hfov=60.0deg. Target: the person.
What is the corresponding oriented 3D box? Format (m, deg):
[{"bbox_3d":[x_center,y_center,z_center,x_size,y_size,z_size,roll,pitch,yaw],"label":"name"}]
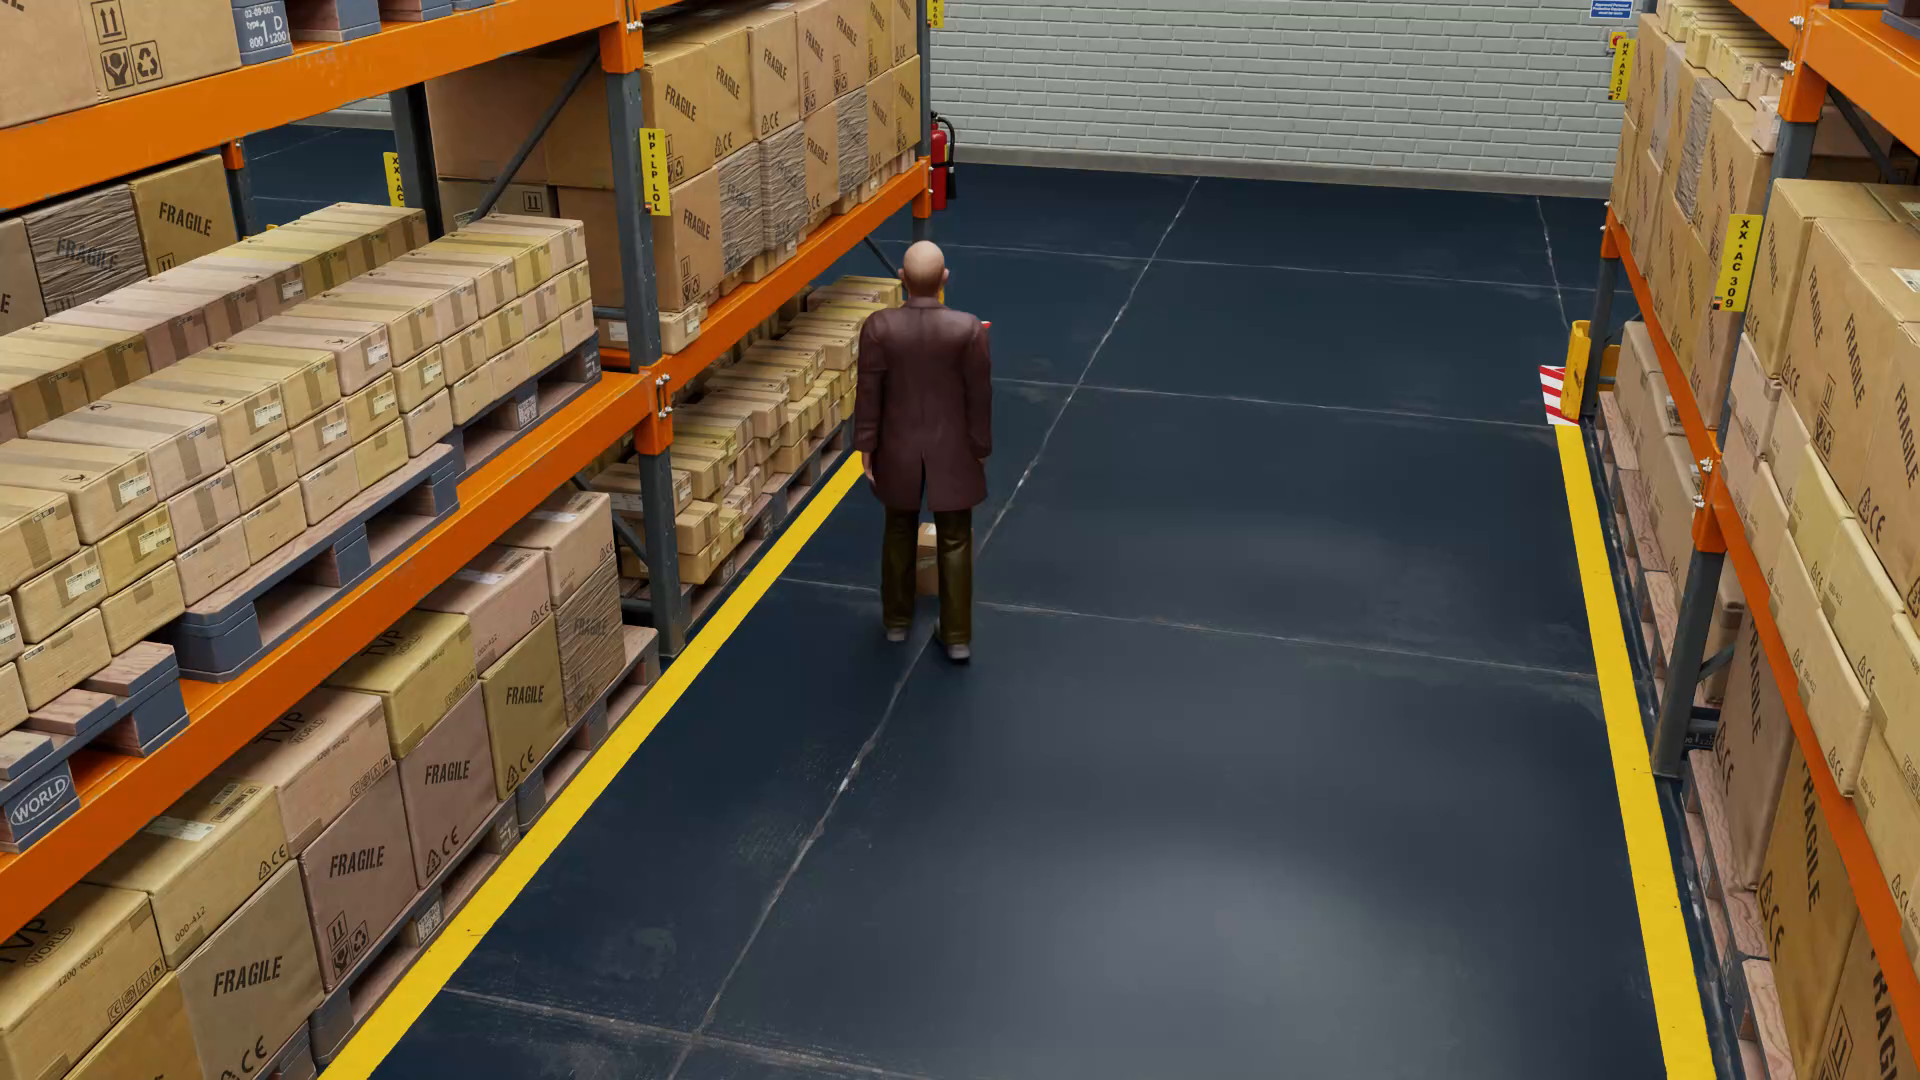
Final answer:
[{"bbox_3d":[-0.151,-0.387,6.970,0.582,1.793,0.533,2,25,5],"label":"person"}]
